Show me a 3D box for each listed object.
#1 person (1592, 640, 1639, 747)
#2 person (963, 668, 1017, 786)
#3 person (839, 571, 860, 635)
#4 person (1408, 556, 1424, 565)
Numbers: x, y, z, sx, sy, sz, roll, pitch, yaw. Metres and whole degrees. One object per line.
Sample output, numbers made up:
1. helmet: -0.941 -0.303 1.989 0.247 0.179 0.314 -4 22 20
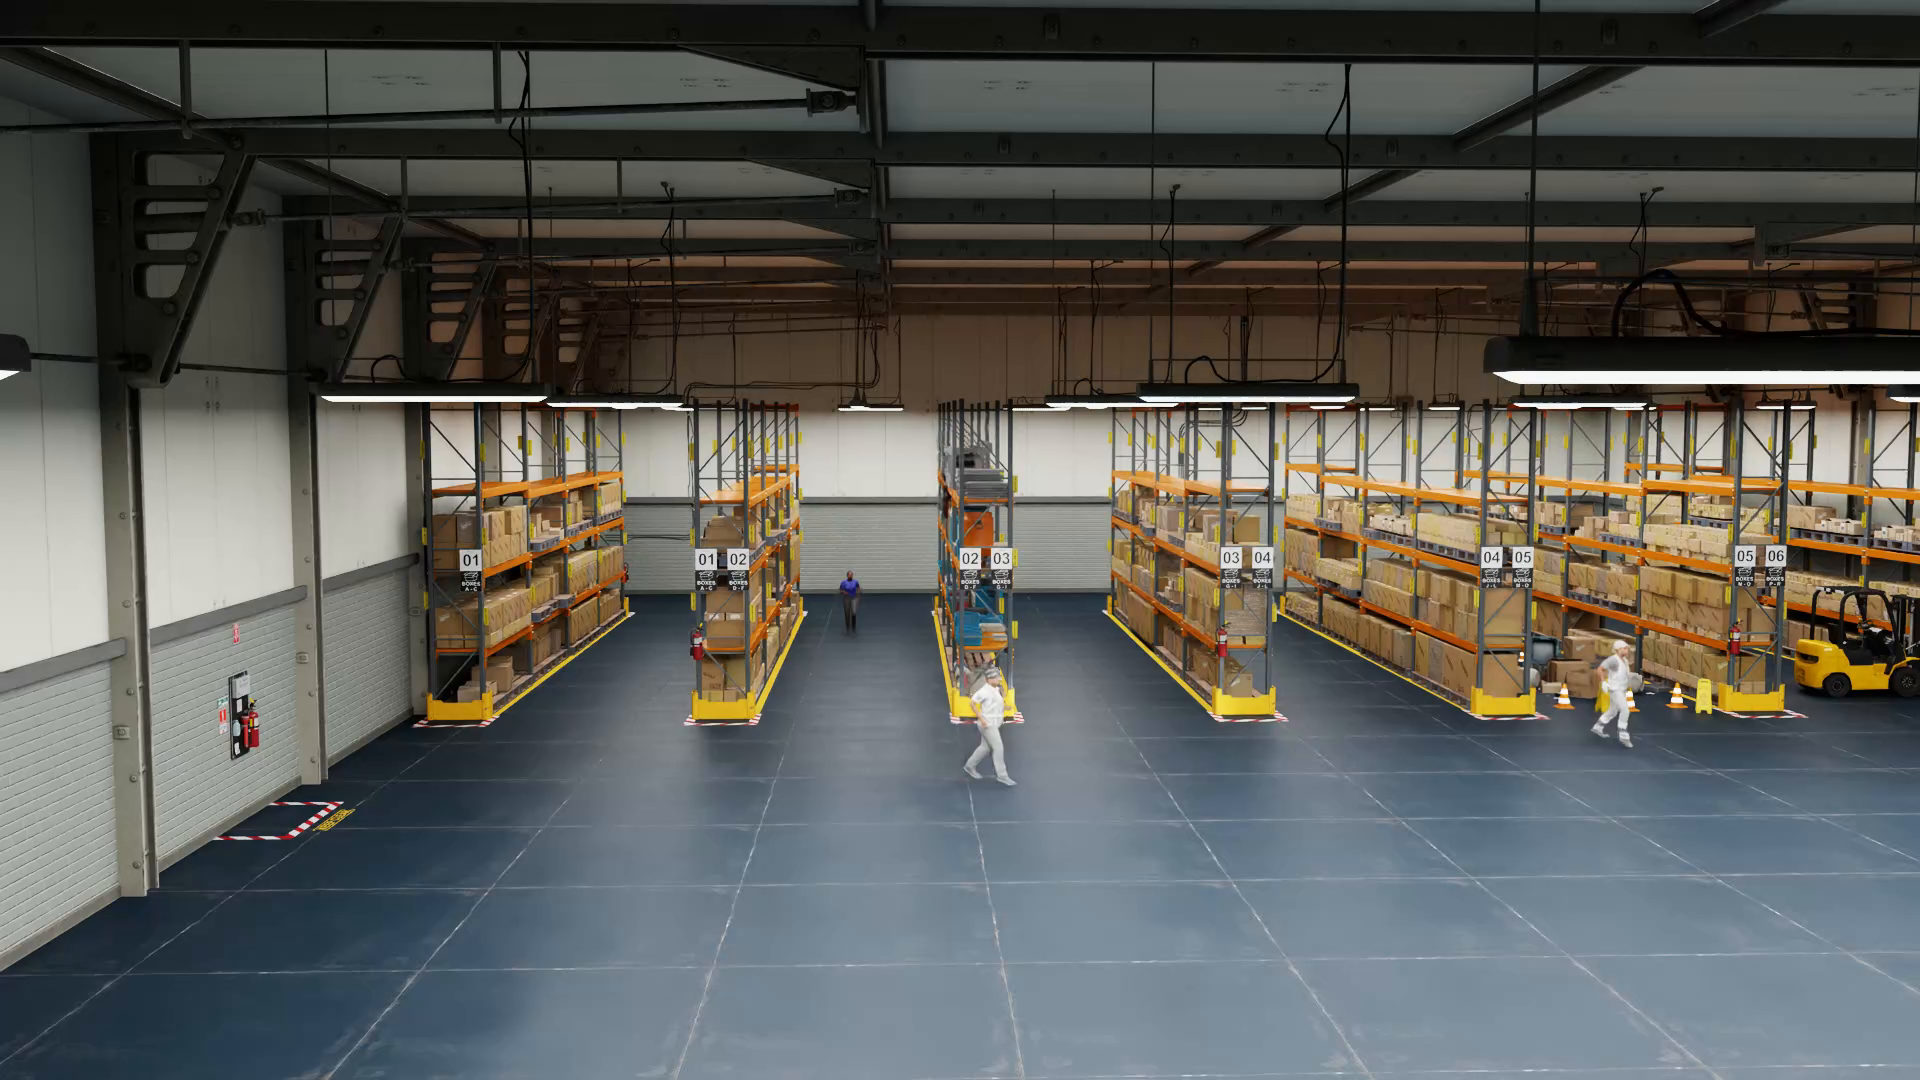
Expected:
1. person: 11.369 2.656 28.884 0.793 1.861 0.688 4 6 41
2. person: 0.464 2.865 25.730 0.897 1.798 0.665 1 4 14
3. person: -2.859 1.639 43.168 0.563 1.703 0.736 -1 4 -8
4. person: 13.444 1.132 49.245 0.883 1.758 0.661 1 4 8
